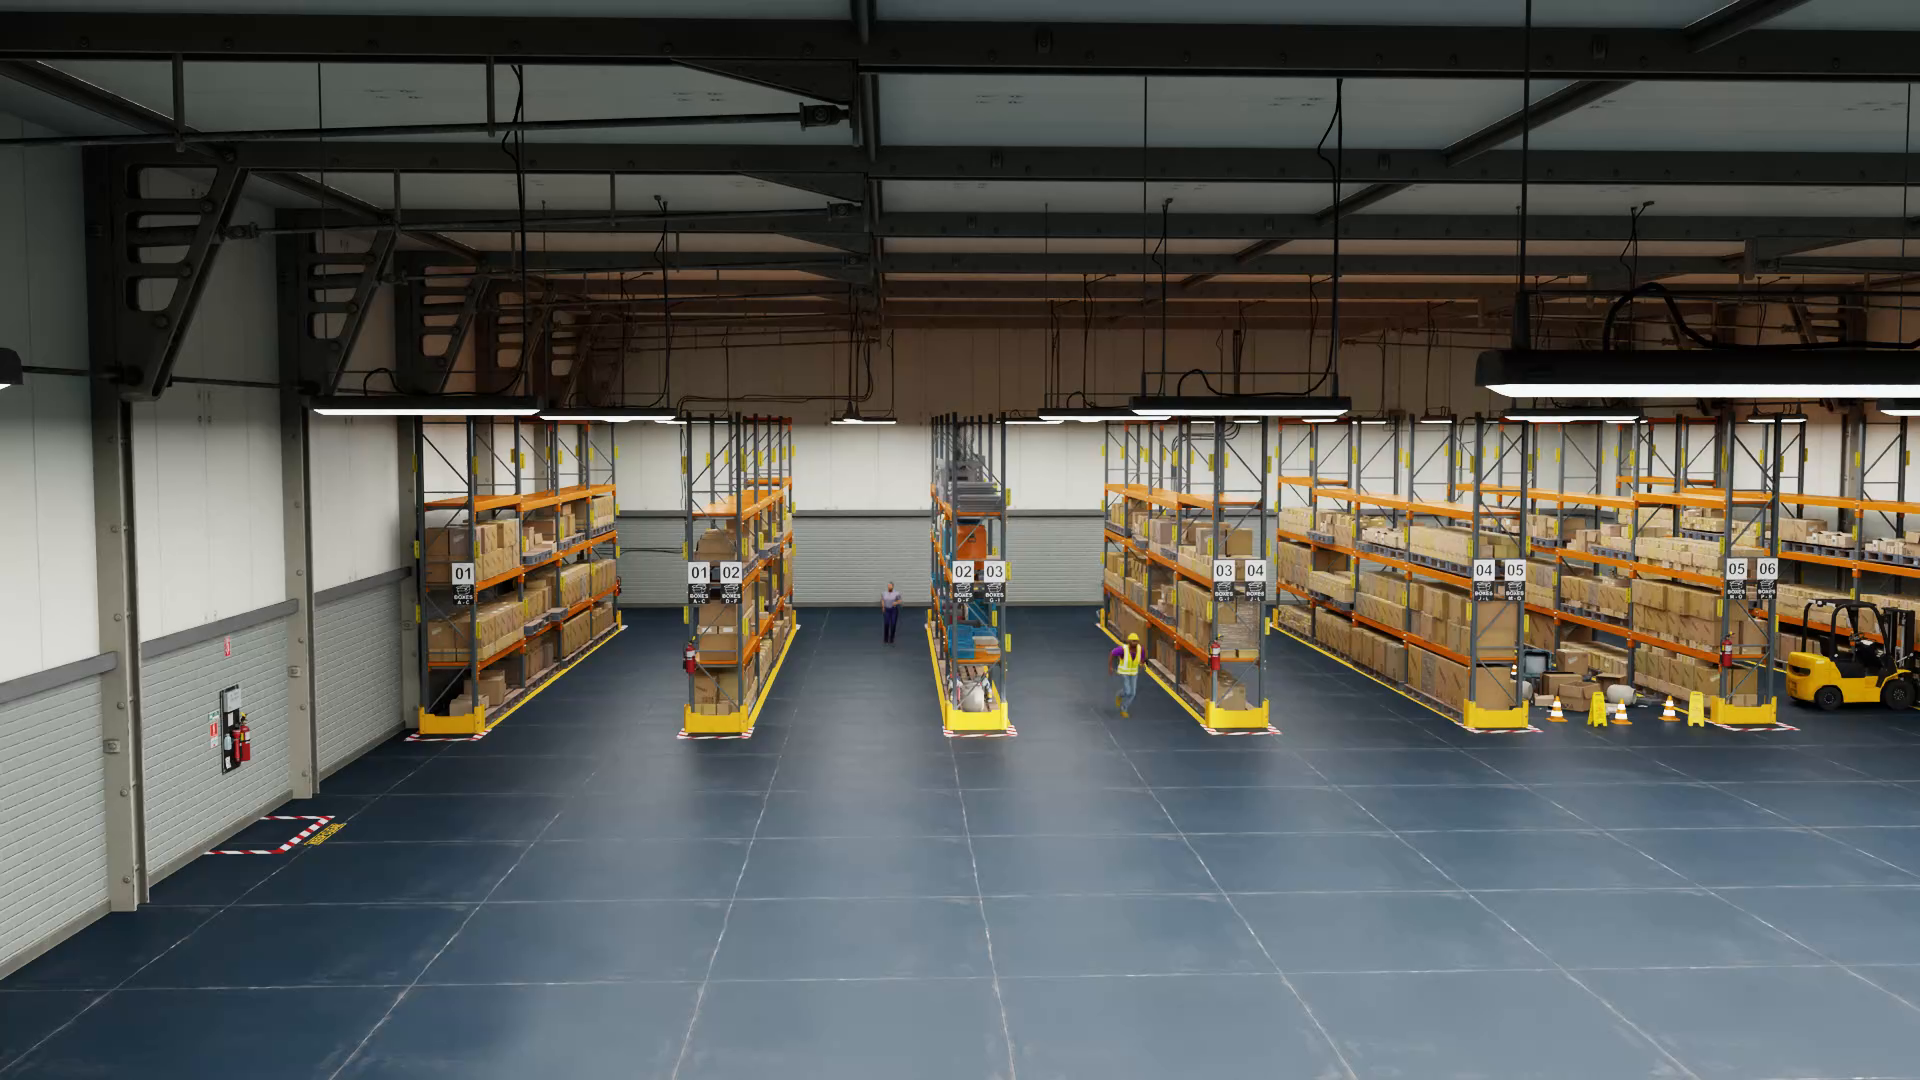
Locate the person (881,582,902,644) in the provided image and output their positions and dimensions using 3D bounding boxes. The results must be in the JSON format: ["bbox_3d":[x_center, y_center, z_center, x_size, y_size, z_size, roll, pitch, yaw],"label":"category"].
[{"bbox_3d":[-1.812,1.936,43.908,0.573,1.672,0.680,0,4,0],"label":"person"}]

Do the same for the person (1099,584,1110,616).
[{"bbox_3d":[4.378,1.647,48.749,0.569,1.558,0.660,-1,4,-20],"label":"person"}]

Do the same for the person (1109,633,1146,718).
[{"bbox_3d":[3.320,2.662,32.798,0.689,1.686,0.736,-2,4,-25],"label":"person"}]
